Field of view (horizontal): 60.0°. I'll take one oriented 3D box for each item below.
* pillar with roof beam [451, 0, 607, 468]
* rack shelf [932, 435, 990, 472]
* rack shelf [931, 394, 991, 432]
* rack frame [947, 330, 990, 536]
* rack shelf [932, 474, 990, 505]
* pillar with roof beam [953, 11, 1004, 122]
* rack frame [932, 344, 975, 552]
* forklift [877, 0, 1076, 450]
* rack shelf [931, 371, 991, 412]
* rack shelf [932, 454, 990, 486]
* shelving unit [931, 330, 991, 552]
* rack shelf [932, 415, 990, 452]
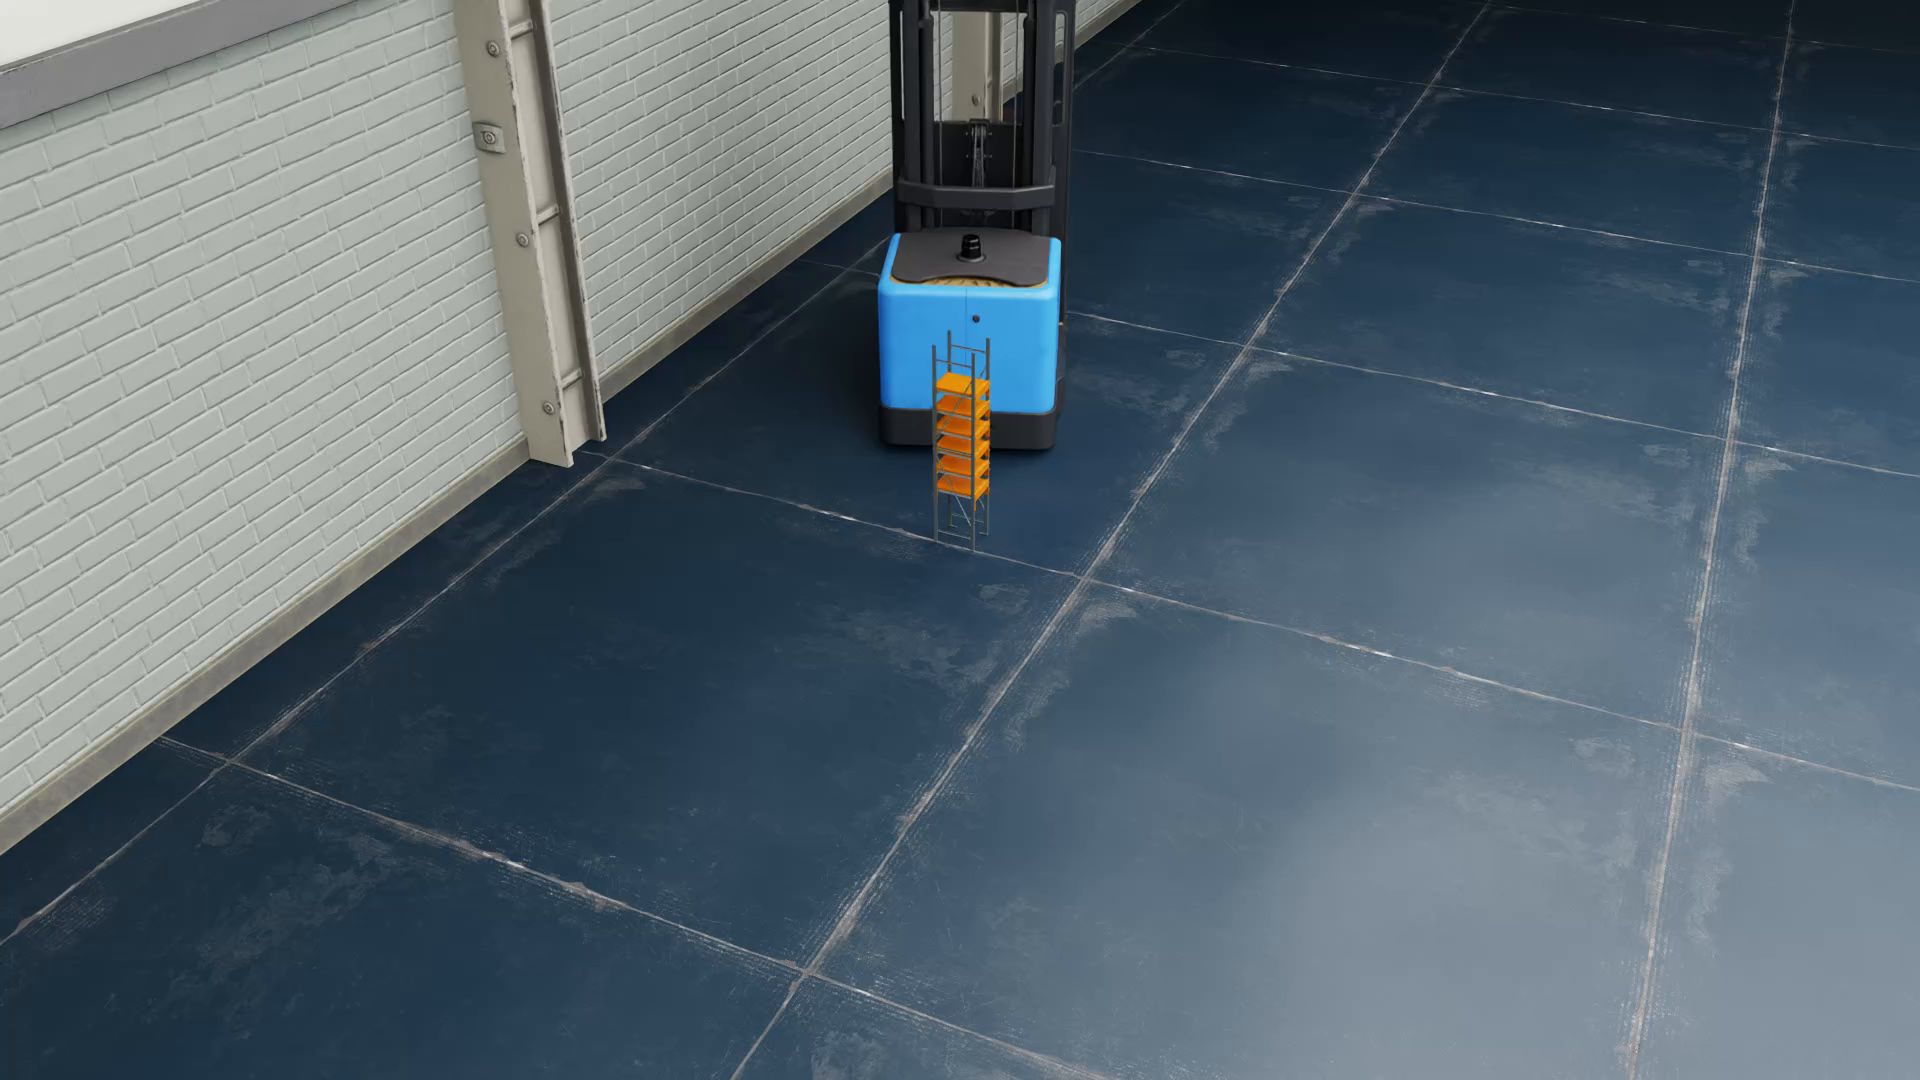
[{"bbox_3d":[1.553,-3.333,5.995,9.100,9.000,0.400,14,36,20],"label":"pillar with roof beam"},{"bbox_3d":[0.006,-0.472,8.825,0.258,0.103,0.180,14,36,20],"label":"rack shelf"},{"bbox_3d":[0.006,-0.673,8.693,0.258,0.103,0.180,14,36,20],"label":"rack shelf"},{"bbox_3d":[0.044,-0.555,8.870,0.240,1.200,0.006,14,36,20],"label":"rack frame"},{"bbox_3d":[0.006,-0.271,8.956,0.258,0.103,0.180,14,36,20],"label":"rack shelf"},{"bbox_3d":[4.064,-6.321,10.552,9.100,9.000,0.400,14,36,20],"label":"pillar with roof beam"},{"bbox_3d":[-0.032,-0.463,8.731,0.240,1.200,0.006,14,36,20],"label":"rack frame"},{"bbox_3d":[0.150,-2.542,10.322,1.130,2.935,3.031,2,33,4],"label":"forklift"},{"bbox_3d":[0.006,-0.773,8.627,0.258,0.103,0.180,14,36,20],"label":"rack shelf"},{"bbox_3d":[0.006,-0.371,8.891,0.258,0.103,0.180,14,36,20],"label":"rack shelf"},{"bbox_3d":[0.006,-0.509,8.800,0.258,1.200,0.189,14,36,20],"label":"shelving unit"},{"bbox_3d":[0.006,-0.572,8.759,0.258,0.103,0.180,14,36,20],"label":"rack shelf"}]
